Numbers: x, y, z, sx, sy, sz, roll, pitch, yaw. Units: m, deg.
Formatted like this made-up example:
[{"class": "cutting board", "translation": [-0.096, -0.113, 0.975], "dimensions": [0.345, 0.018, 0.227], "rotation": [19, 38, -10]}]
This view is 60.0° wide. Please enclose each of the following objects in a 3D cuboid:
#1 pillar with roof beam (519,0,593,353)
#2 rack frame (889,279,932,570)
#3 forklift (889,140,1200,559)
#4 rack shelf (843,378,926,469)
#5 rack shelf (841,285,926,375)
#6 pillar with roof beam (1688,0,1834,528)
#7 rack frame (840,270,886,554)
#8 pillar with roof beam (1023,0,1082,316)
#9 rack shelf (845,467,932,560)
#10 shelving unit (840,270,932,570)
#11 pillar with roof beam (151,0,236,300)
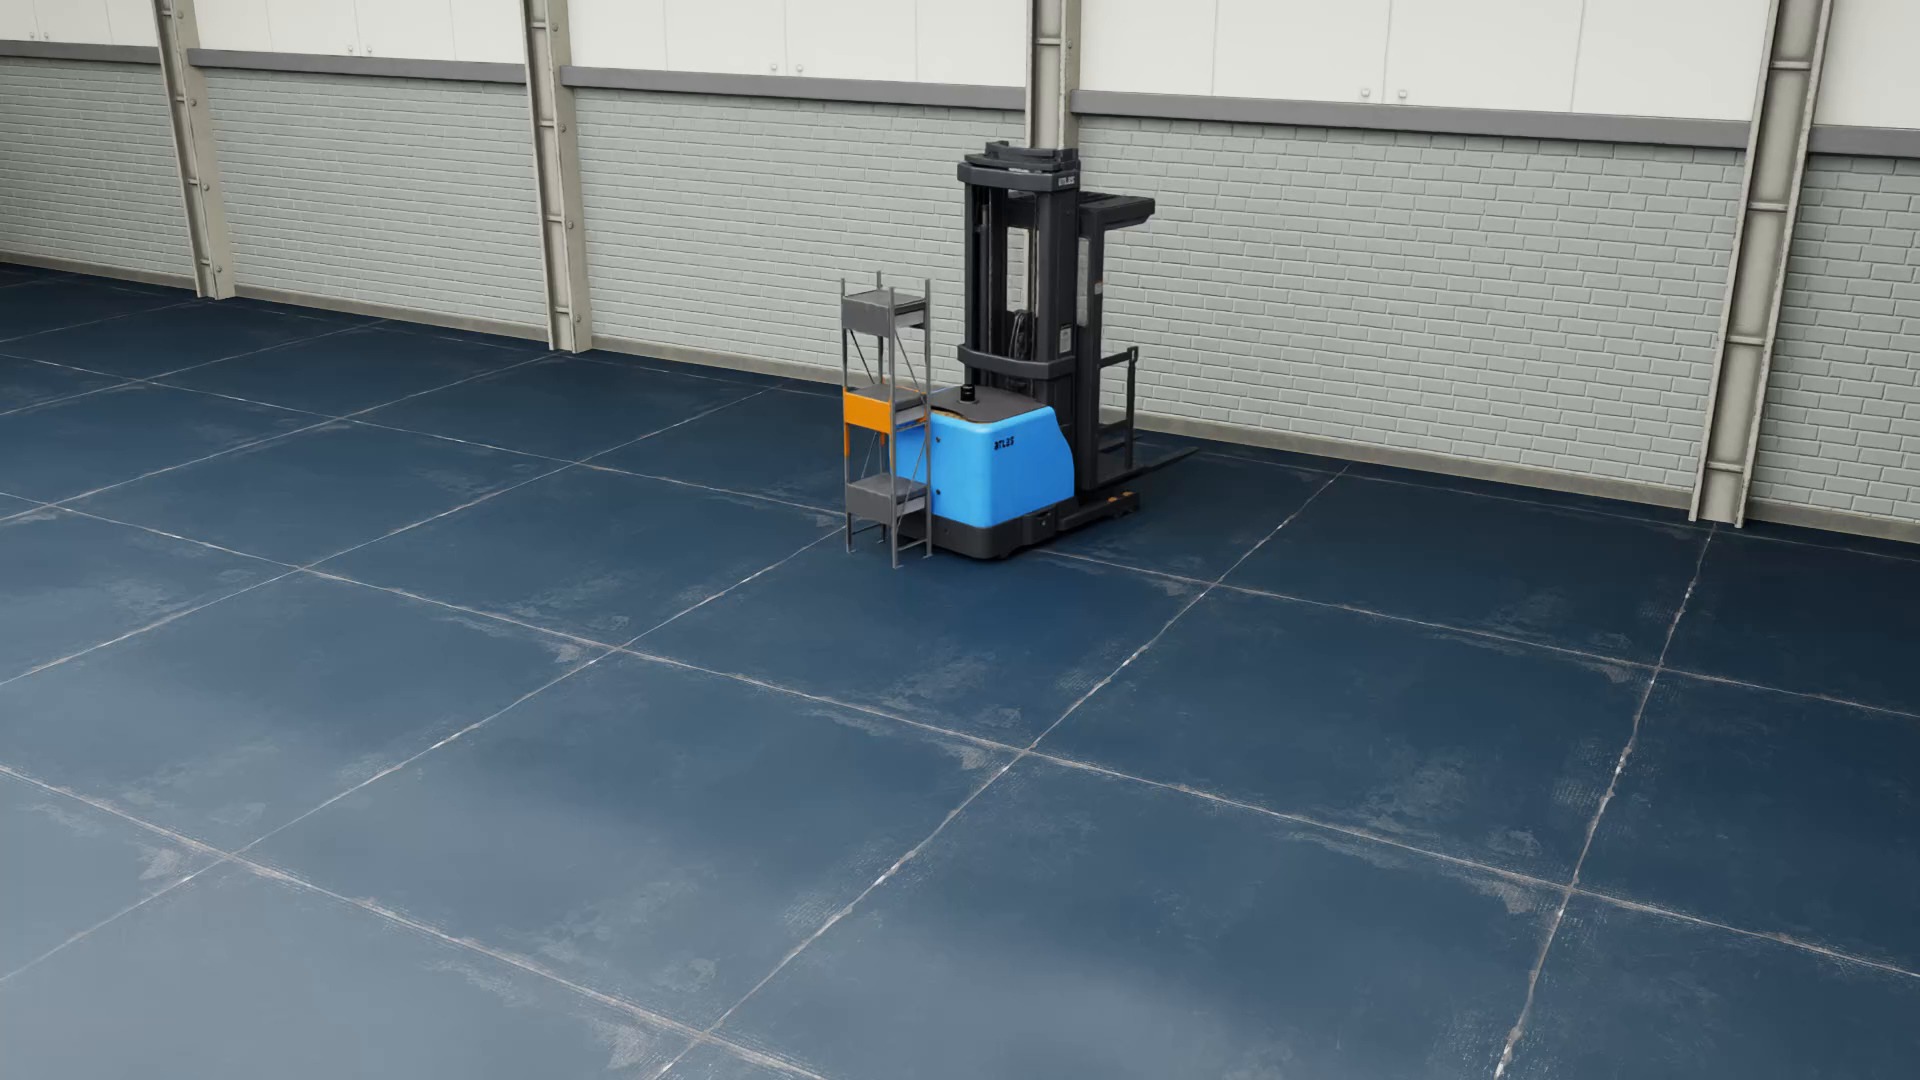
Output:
[{"class": "pillar with roof beam", "translation": [-6.500, -5.116, 13.774], "dimensions": [0.400, 9.000, 9.100], "rotation": [11, 23, 27]}, {"class": "rack frame", "translation": [-0.354, -0.817, 12.040], "dimensions": [0.015, 2.100, 0.400], "rotation": [17, 26, 39]}, {"class": "forklift", "translation": [0.811, -1.659, 13.140], "dimensions": [1.130, 2.935, 3.031], "rotation": [17, 26, 39]}, {"class": "rack shelf", "translation": [-0.534, -0.861, 12.199], "dimensions": [0.480, 0.518, 0.431], "rotation": [17, 26, 39]}, {"class": "rack shelf", "translation": [-0.534, -1.519, 11.960], "dimensions": [0.480, 0.518, 0.431], "rotation": [17, 26, 39]}, {"class": "pillar with roof beam", "translation": [3.976, -3.121, 8.272], "dimensions": [0.400, 9.000, 9.100], "rotation": [11, 23, 27]}, {"class": "rack frame", "translation": [-0.714, -0.930, 12.349], "dimensions": [0.015, 2.100, 0.400], "rotation": [17, 26, 39]}, {"class": "pillar with roof beam", "translation": [-1.262, -4.119, 11.023], "dimensions": [0.400, 9.000, 9.100], "rotation": [11, 23, 27]}, {"class": "rack shelf", "translation": [-0.534, -0.203, 12.437], "dimensions": [0.480, 0.518, 0.431], "rotation": [17, 26, 39]}, {"class": "shelving unit", "translation": [-0.534, -0.874, 12.194], "dimensions": [0.503, 2.100, 0.431], "rotation": [17, 26, 39]}, {"class": "pillar with roof beam", "translation": [-11.738, -6.114, 16.524], "dimensions": [0.400, 9.000, 9.100], "rotation": [11, 23, 27]}]
